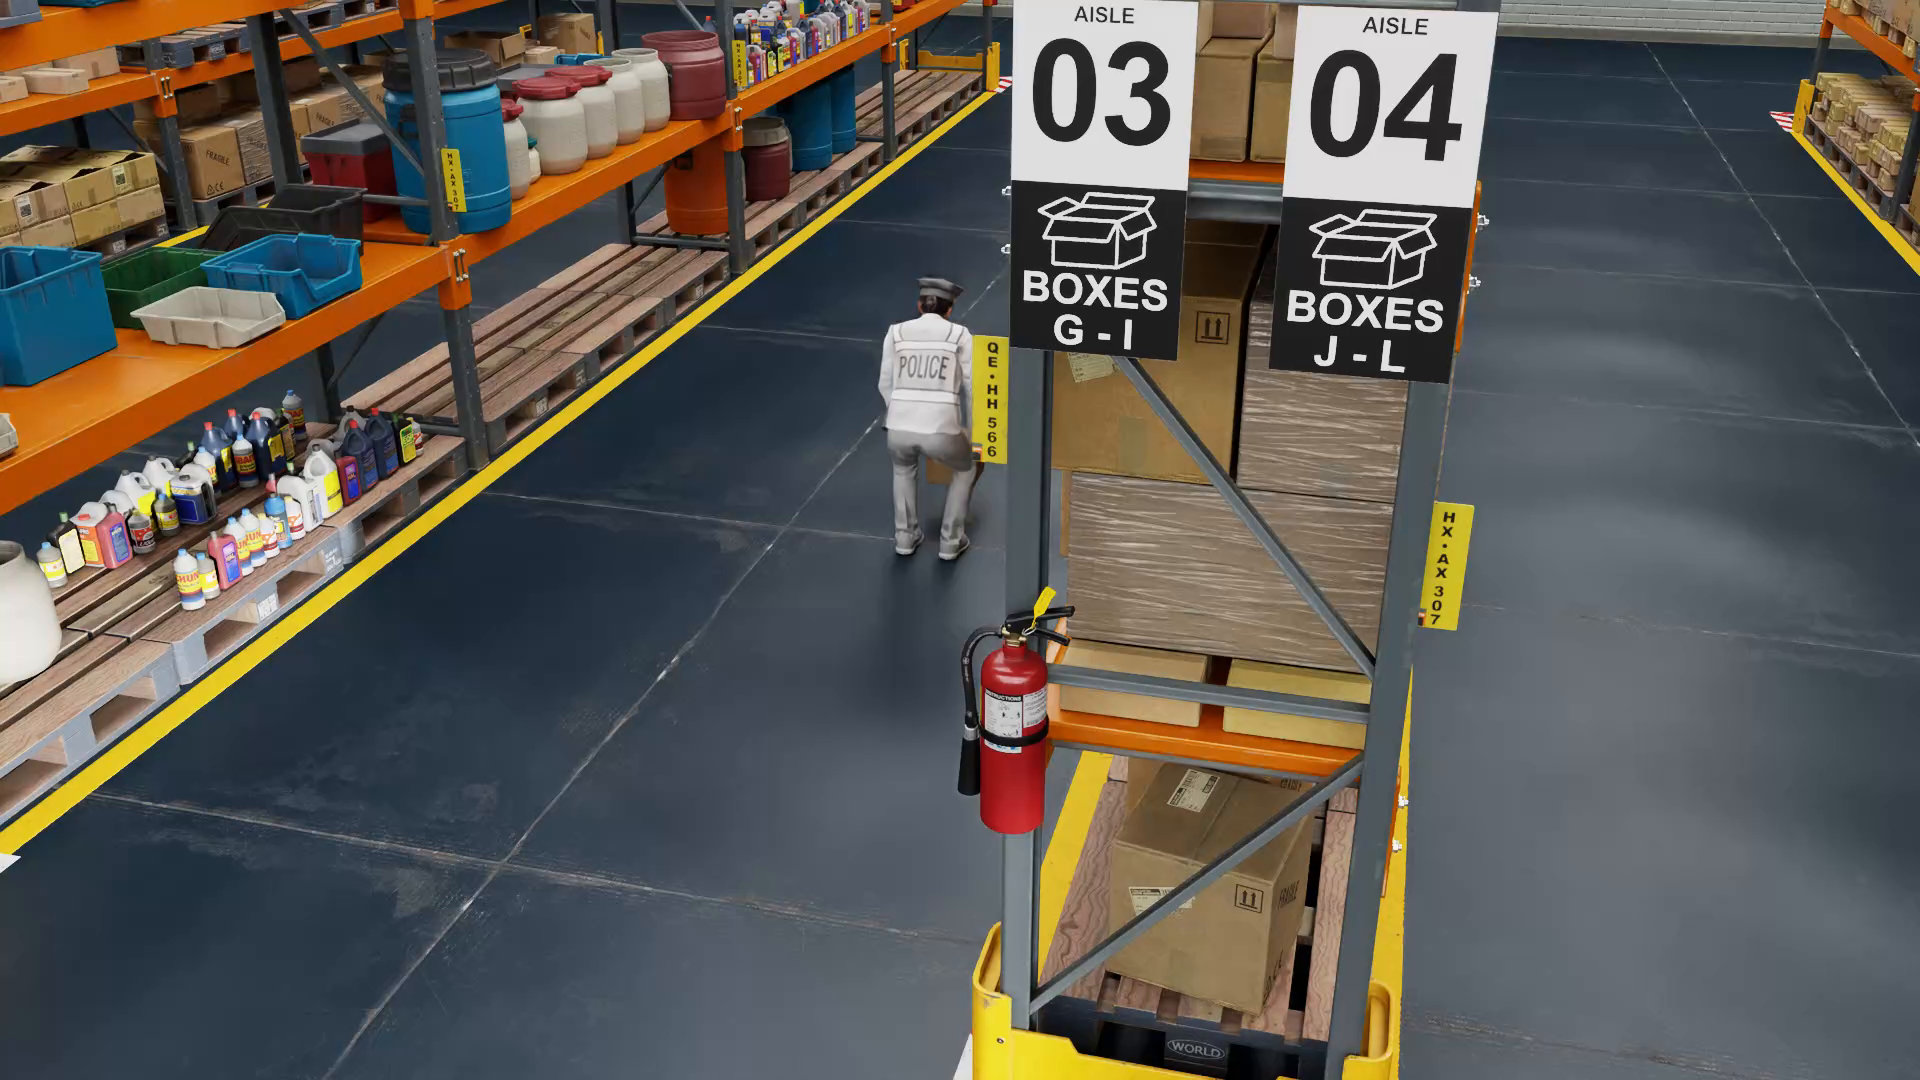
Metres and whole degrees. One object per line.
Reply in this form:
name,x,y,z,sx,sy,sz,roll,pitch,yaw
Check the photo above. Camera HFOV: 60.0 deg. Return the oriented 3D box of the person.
person,-0.161,-0.595,8.233,0.535,1.349,0.723,6,26,13
